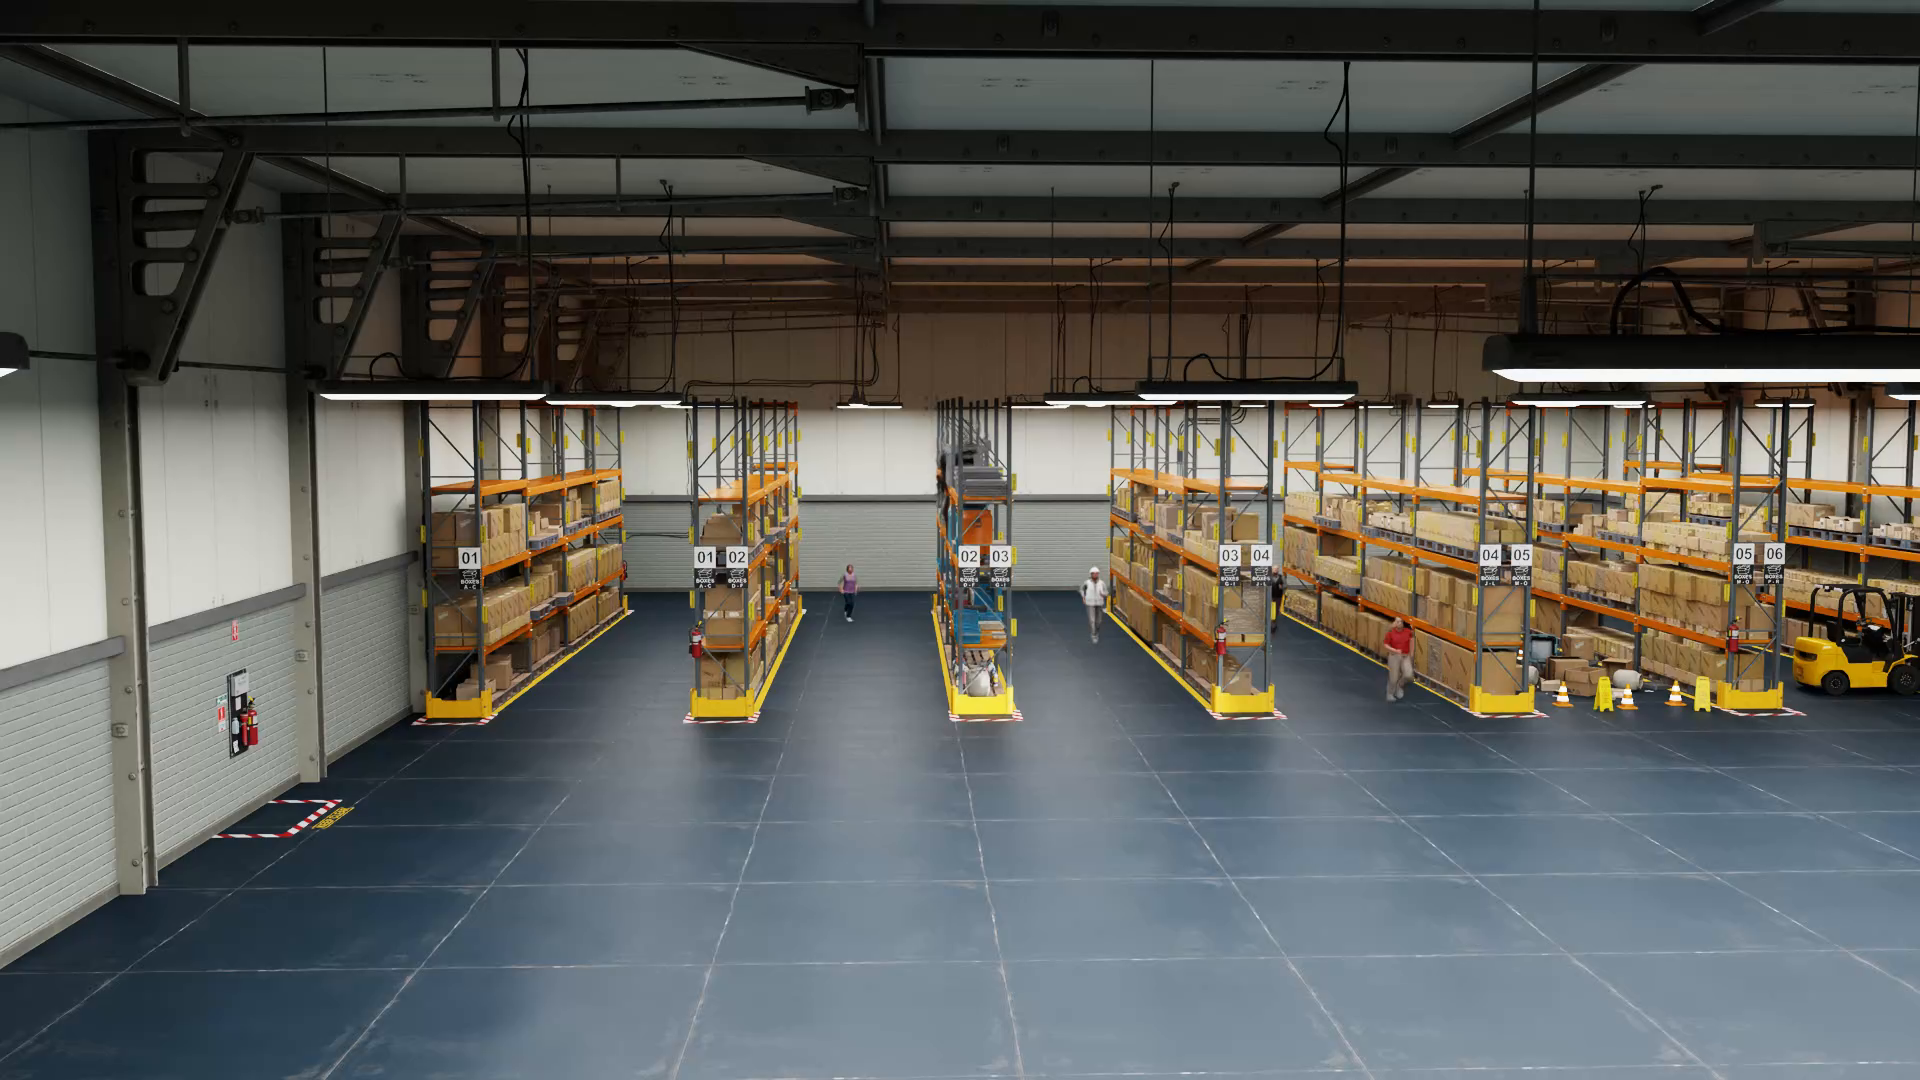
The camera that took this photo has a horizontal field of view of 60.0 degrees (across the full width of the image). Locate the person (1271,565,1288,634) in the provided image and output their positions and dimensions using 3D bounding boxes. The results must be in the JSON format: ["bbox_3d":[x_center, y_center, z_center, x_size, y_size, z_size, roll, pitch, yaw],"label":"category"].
[{"bbox_3d":[8.164,1.522,43.146,0.627,1.773,0.869,0,4,-2],"label":"person"}]

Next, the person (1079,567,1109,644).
[{"bbox_3d":[3.167,1.540,39.101,0.667,1.789,0.852,0,4,-6],"label":"person"}]

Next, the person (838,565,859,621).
[{"bbox_3d":[-3.020,1.449,45.386,0.555,1.548,0.480,-2,5,-19],"label":"person"}]

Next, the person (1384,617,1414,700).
[{"bbox_3d":[8.666,2.348,32.711,0.687,1.681,0.769,0,4,-5],"label":"person"}]
